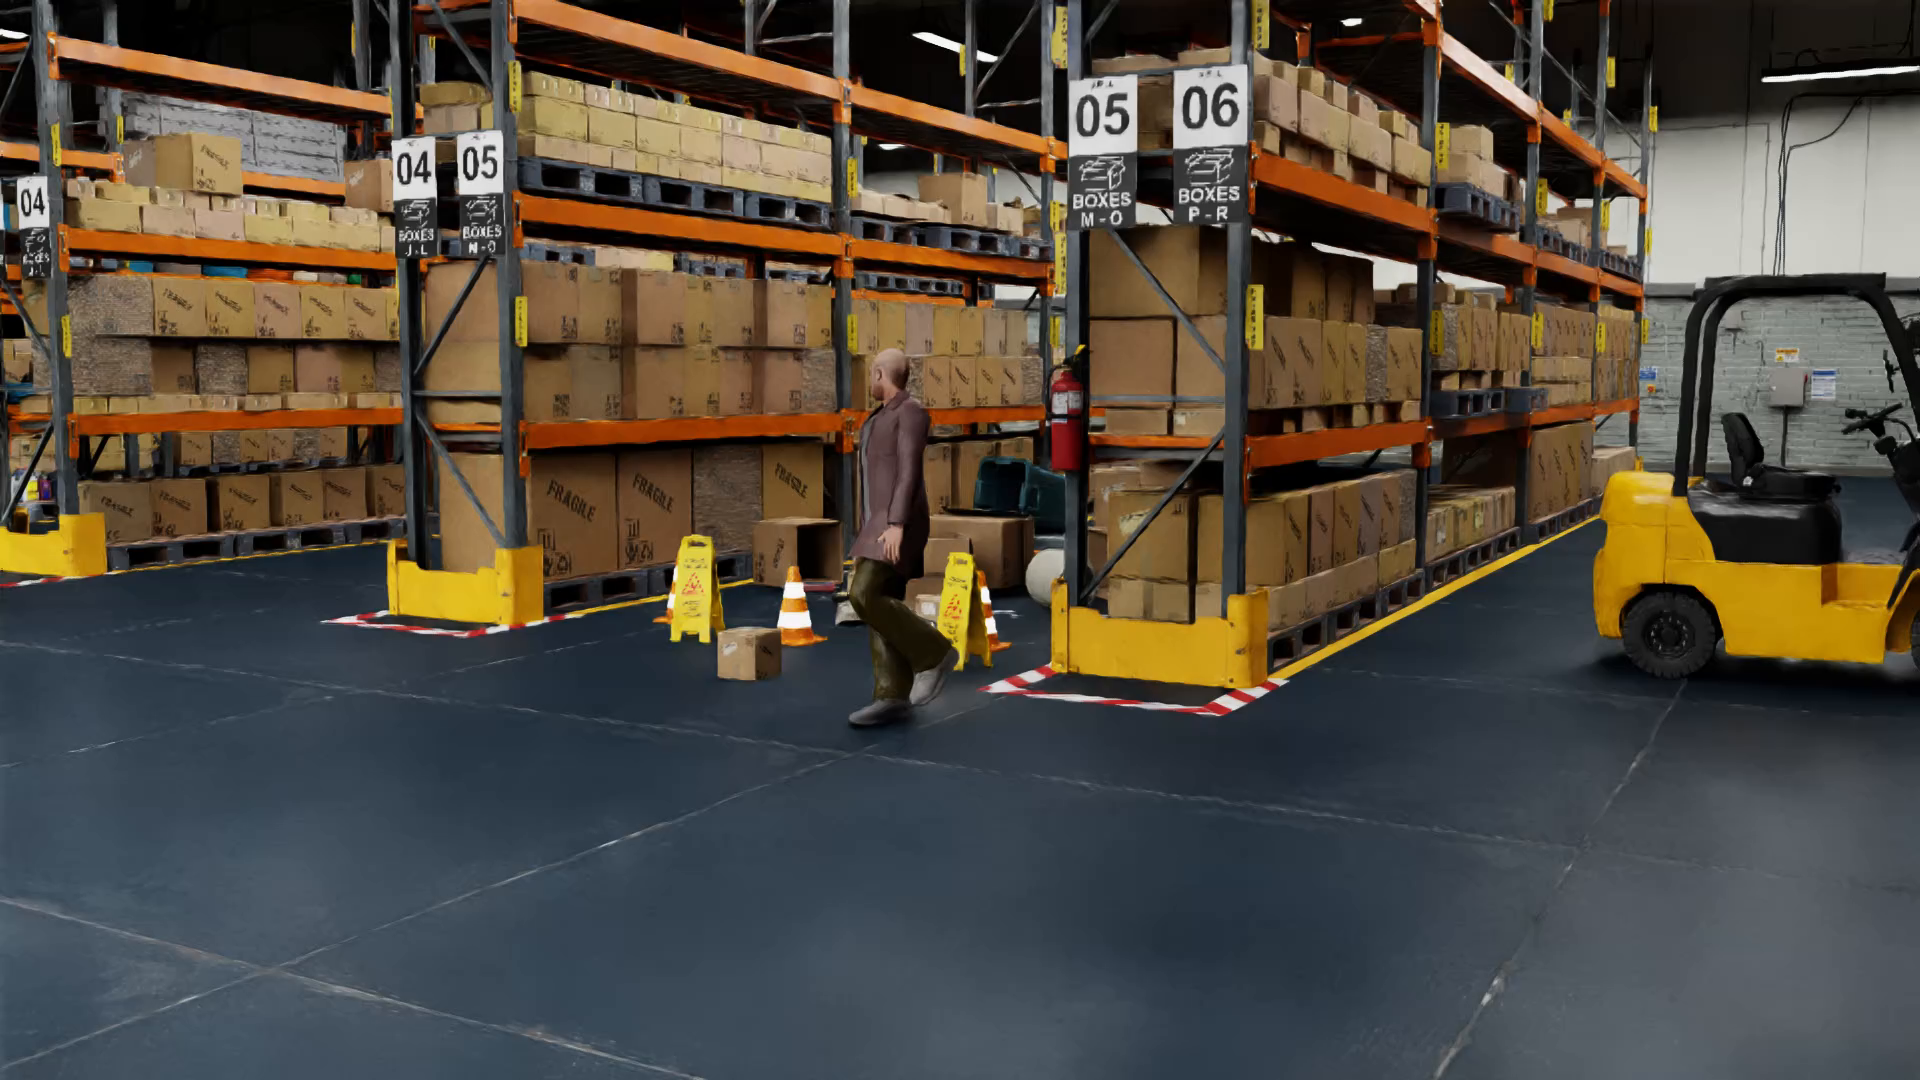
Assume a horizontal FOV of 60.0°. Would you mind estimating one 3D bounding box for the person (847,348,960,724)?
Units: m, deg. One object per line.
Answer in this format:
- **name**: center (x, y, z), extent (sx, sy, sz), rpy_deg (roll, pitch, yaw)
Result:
- **person**: center (-0.343, -0.033, 7.946), extent (0.547, 1.764, 0.682), rpy_deg (-3, 6, -24)
